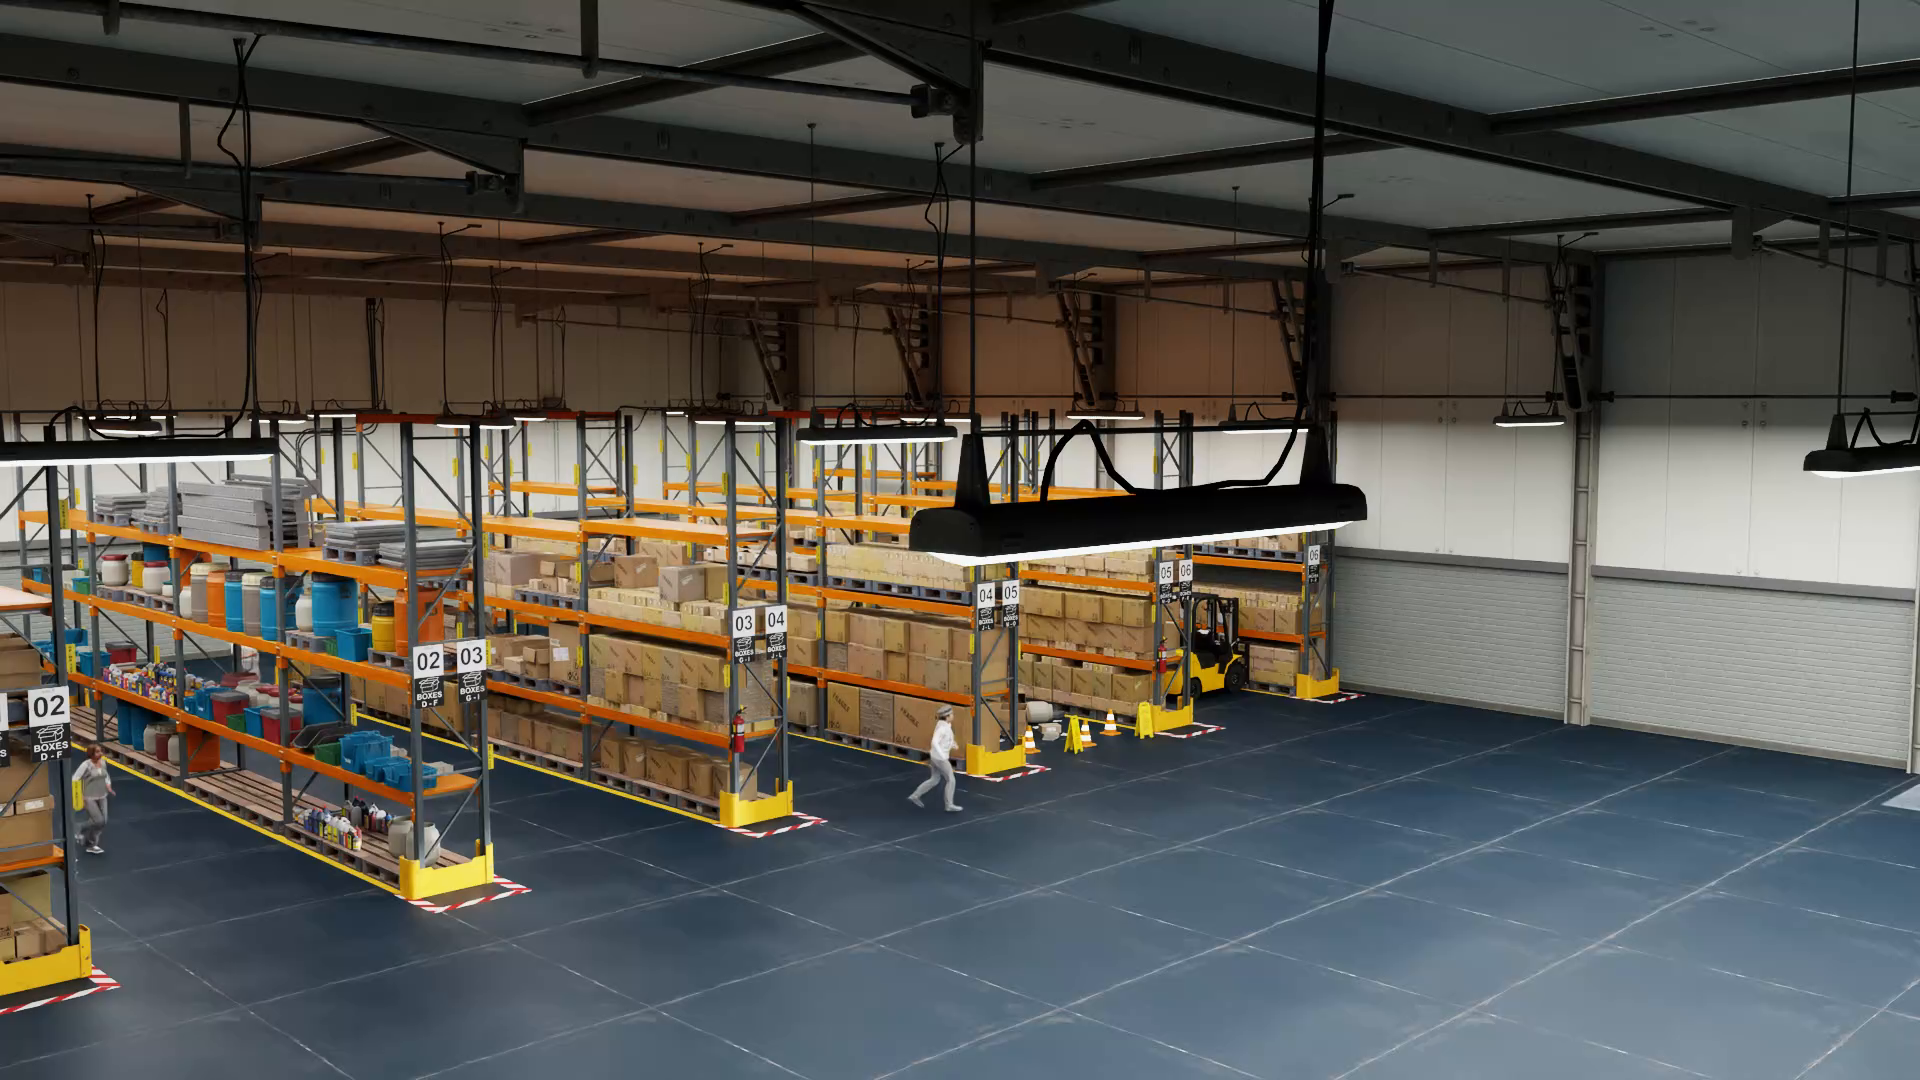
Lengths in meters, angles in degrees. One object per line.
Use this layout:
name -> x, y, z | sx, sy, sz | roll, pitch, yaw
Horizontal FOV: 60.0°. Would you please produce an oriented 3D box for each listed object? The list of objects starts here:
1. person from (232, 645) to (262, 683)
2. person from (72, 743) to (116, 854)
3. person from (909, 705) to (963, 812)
person -> -14.253, 2.571, 33.228 | 0.875, 1.845, 0.617 | 4, 7, 42
person -> -11.973, 3.571, 22.969 | 0.576, 1.546, 0.529 | 2, 5, 24
person -> -0.362, 3.306, 25.137 | 0.807, 1.652, 0.636 | 0, 5, 0
